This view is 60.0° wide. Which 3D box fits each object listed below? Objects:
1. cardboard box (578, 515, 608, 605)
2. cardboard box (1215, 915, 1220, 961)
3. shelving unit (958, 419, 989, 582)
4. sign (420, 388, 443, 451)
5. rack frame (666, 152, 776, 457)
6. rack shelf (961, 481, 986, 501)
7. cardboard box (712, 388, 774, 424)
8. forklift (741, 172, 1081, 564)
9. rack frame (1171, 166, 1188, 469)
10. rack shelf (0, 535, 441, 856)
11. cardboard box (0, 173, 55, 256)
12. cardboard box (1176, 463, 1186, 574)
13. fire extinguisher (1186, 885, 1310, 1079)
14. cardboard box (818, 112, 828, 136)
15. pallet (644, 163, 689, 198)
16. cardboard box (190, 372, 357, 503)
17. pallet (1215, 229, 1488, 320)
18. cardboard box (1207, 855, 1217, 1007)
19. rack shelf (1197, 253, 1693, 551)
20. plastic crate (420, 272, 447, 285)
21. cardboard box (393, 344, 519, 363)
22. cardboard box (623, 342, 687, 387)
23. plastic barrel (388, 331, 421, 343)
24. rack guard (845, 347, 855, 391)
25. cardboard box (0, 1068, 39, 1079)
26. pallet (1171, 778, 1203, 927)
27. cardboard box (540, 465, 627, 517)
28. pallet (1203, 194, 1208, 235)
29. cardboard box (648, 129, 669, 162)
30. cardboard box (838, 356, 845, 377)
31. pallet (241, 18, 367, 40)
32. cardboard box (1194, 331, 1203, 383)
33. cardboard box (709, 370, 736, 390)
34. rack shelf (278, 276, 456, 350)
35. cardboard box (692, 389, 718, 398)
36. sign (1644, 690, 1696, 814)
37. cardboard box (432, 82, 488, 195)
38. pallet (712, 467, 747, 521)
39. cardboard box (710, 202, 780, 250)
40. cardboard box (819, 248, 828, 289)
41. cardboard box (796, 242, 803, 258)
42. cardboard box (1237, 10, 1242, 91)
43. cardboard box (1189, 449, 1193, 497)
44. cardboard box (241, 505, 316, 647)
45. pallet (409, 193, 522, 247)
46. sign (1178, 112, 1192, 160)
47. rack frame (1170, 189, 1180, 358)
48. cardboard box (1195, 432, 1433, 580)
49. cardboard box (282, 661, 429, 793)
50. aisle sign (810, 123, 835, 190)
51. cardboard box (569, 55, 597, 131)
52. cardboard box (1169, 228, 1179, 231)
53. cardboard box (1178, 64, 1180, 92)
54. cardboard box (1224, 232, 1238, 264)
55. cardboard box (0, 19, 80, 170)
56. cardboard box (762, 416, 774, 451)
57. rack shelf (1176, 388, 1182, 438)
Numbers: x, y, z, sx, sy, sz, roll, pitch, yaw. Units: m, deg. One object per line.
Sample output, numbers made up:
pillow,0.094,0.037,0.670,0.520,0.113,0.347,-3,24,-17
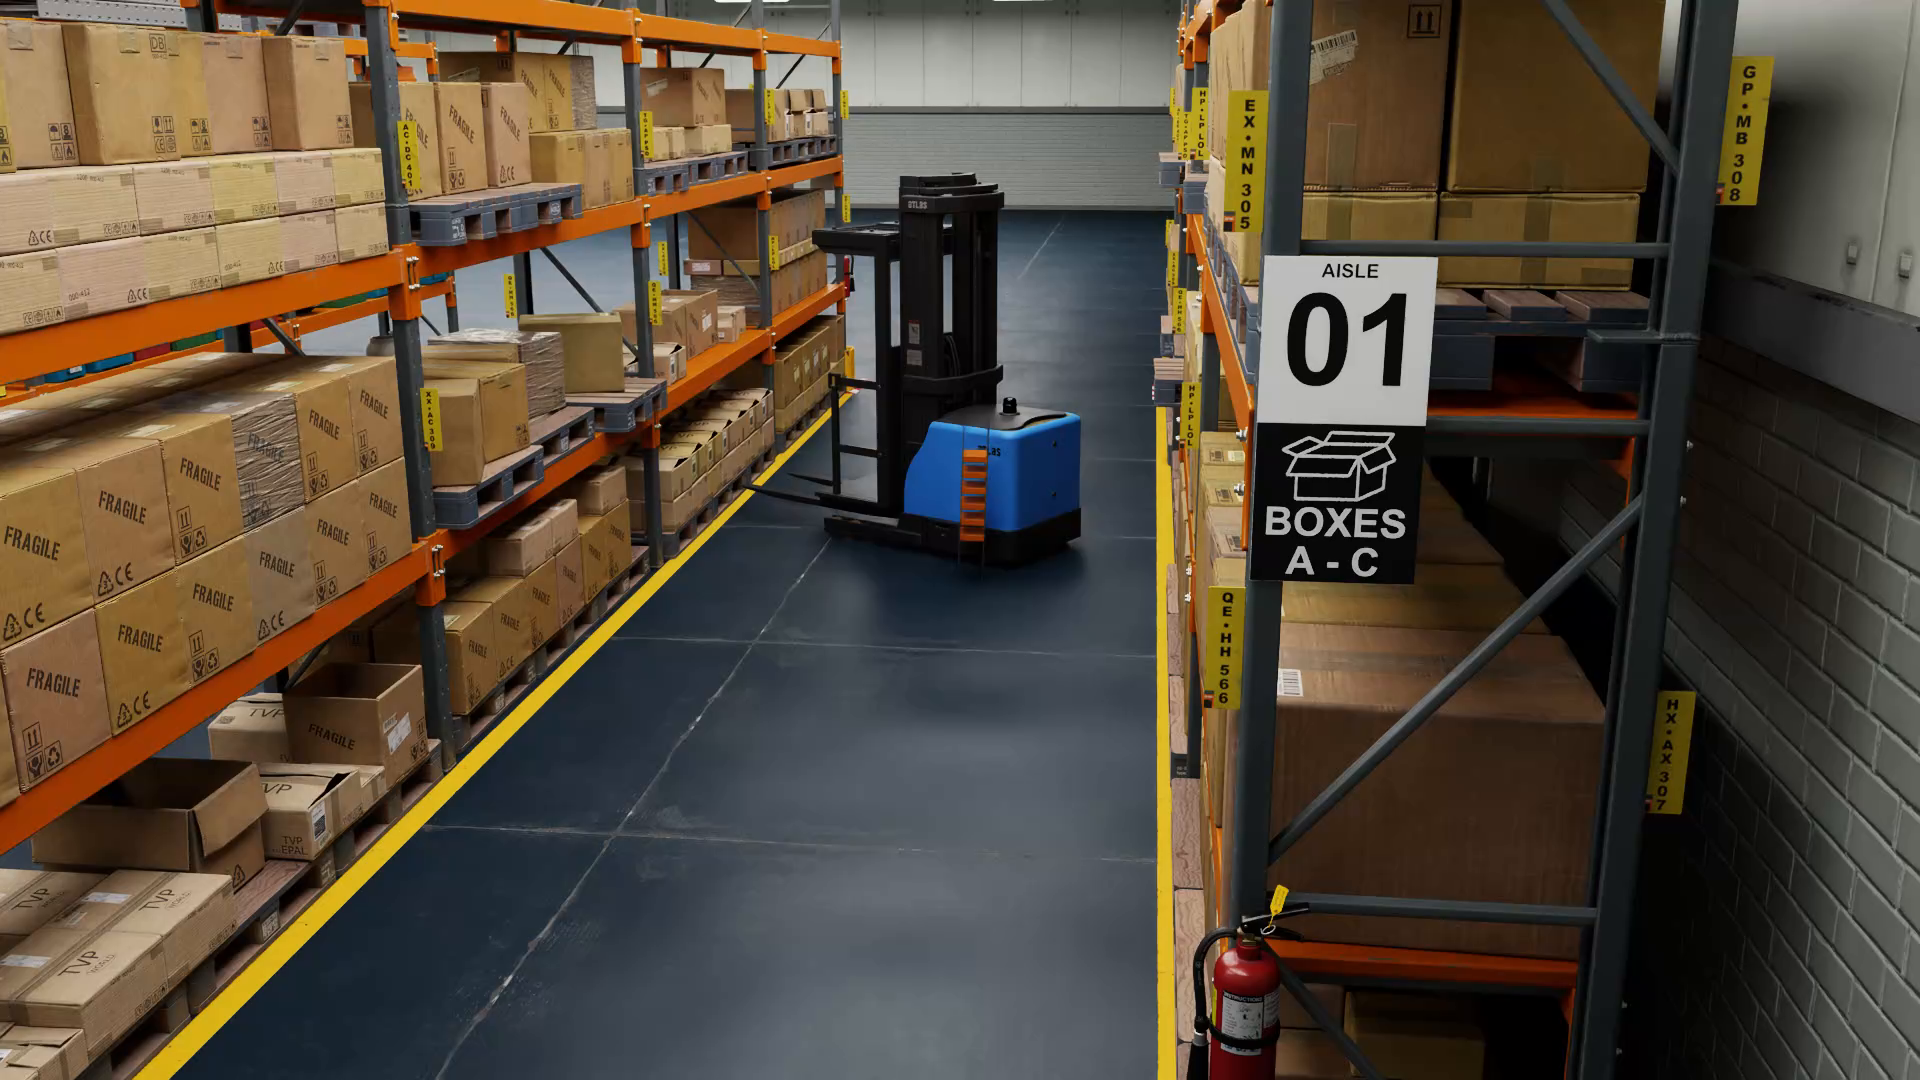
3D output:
cardboard box,-2.738,0.127,11.393,0.500,0.500,0.500,1,15,4
cardboard box,1.054,1.370,5.591,0.380,0.149,0.250,2,15,8
shelving unit,0.099,-0.298,12.453,0.189,1.200,0.258,2,15,-1
sign,-2.718,-0.618,8.541,0.100,0.325,0.005,2,15,6
rack frame,-2.356,-2.289,16.380,1.000,3.000,0.127,2,15,6
rack shelf,0.102,-0.371,12.434,0.180,0.103,0.258,2,15,-1
cardboard box,-2.117,-1.321,16.191,0.500,0.311,0.500,2,15,6
forklift,-0.508,-1.512,13.640,3.031,2.935,1.130,11,19,35
rack frame,2.567,-2.144,15.844,1.000,3.000,0.127,2,15,6
rack shelf,-3.484,0.652,6.882,1.077,0.370,4.000,2,15,6
cardboard box,-3.330,-1.048,5.376,0.500,0.250,0.500,2,15,6
cardboard box,1.902,-0.084,11.542,0.750,0.750,0.750,1,15,6
fire extinguisher,0.737,1.211,4.298,0.296,0.674,0.183,2,15,6
cardboard box,-1.772,-4.666,18.638,0.500,0.250,0.500,2,15,6
pallet,-2.819,-2.787,12.837,1.213,0.211,1.003,2,15,9
cardboard box,-3.113,-0.473,7.558,0.500,0.500,0.500,1,15,5
pallet,1.421,-0.947,5.840,1.003,0.211,1.213,2,15,6
cardboard box,1.305,1.528,6.250,0.700,0.500,0.500,1,15,4
rack shelf,1.438,-0.651,5.954,1.077,0.370,4.000,2,15,6
plastic crate,-6.585,-3.263,20.266,0.499,0.251,0.616,2,15,6
cardboard box,-3.120,-0.925,10.340,0.700,0.500,0.500,-2,15,-8
cardboard box,-2.514,-1.434,13.391,0.500,0.311,0.500,2,15,6
plastic barrel,-6.824,-2.302,20.390,0.421,0.512,0.421,0,15,0
rack guard,-1.902,-2.126,20.566,1.175,0.500,0.348,2,15,6
cardboard box,-3.321,1.889,5.548,0.380,0.149,0.250,2,15,6
pallet,1.501,1.472,7.813,1.003,0.211,1.213,2,15,6
cardboard box,-2.681,-0.355,11.737,0.500,0.250,0.500,2,15,8
pallet,1.719,-1.664,8.688,0.805,0.209,1.217,1,15,4
cardboard box,-2.695,-3.233,13.610,0.500,0.250,0.500,1,15,5
cardboard box,-1.671,-2.054,19.974,0.500,0.250,0.500,2,15,6
pallet,-7.076,-5.579,18.184,1.003,0.211,1.213,2,15,6
cardboard box,1.587,-1.026,9.472,0.500,0.250,0.500,2,15,7
cardboard box,-2.453,-1.782,17.533,0.500,0.500,0.500,2,15,6
rack shelf,-7.051,-2.607,18.935,1.077,0.370,4.000,2,15,6
cardboard box,-2.650,-1.335,16.241,0.500,0.311,0.500,2,15,6
sign,1.763,0.530,4.144,0.100,0.325,0.005,2,15,6
cardboard box,-3.076,-2.264,9.352,0.600,0.600,0.600,2,15,6
pallet,-2.535,-0.433,14.859,1.003,0.211,1.213,2,15,6
cardboard box,-2.256,-3.210,17.108,0.700,0.500,0.500,2,15,6
cardboard box,-1.970,-3.254,19.757,0.700,0.500,0.500,2,15,6
cardboard box,-1.931,-3.180,18.243,0.380,0.149,0.250,1,15,5
cardboard box,1.092,-1.347,5.006,0.500,0.500,0.500,2,15,8
cardboard box,1.513,-0.530,9.076,0.500,0.500,0.500,2,15,7
cardboard box,-3.172,0.142,7.198,0.500,0.500,0.500,2,15,8
pallet,-3.115,-1.738,8.957,1.213,0.211,1.003,2,15,6
sign,1.577,-2.820,11.609,0.100,0.325,0.005,2,15,6
rack frame,3.018,-3.181,19.680,1.000,3.000,0.127,2,15,6
cardboard box,1.587,-0.073,7.613,0.980,0.700,0.700,2,15,7
cardboard box,-3.041,0.937,8.398,0.500,0.500,0.500,2,15,6
aisle sign,-1.605,-4.589,19.908,0.394,0.787,0.004,2,15,6
cardboard box,-2.863,-3.117,11.590,0.500,0.500,0.500,2,15,6
cardboard box,2.600,-3.238,18.701,0.500,0.500,0.500,2,15,6
cardboard box,2.406,-4.413,16.346,0.500,0.500,0.500,3,15,9
cardboard box,1.089,-0.991,5.124,0.500,0.250,0.500,1,15,4
cardboard box,-3.577,-1.549,5.791,0.700,0.500,0.500,2,15,6
cardboard box,-2.114,-1.048,16.254,0.500,0.250,0.500,2,15,6
rack shelf,2.341,-1.278,14.019,1.077,0.370,4.000,2,15,6
